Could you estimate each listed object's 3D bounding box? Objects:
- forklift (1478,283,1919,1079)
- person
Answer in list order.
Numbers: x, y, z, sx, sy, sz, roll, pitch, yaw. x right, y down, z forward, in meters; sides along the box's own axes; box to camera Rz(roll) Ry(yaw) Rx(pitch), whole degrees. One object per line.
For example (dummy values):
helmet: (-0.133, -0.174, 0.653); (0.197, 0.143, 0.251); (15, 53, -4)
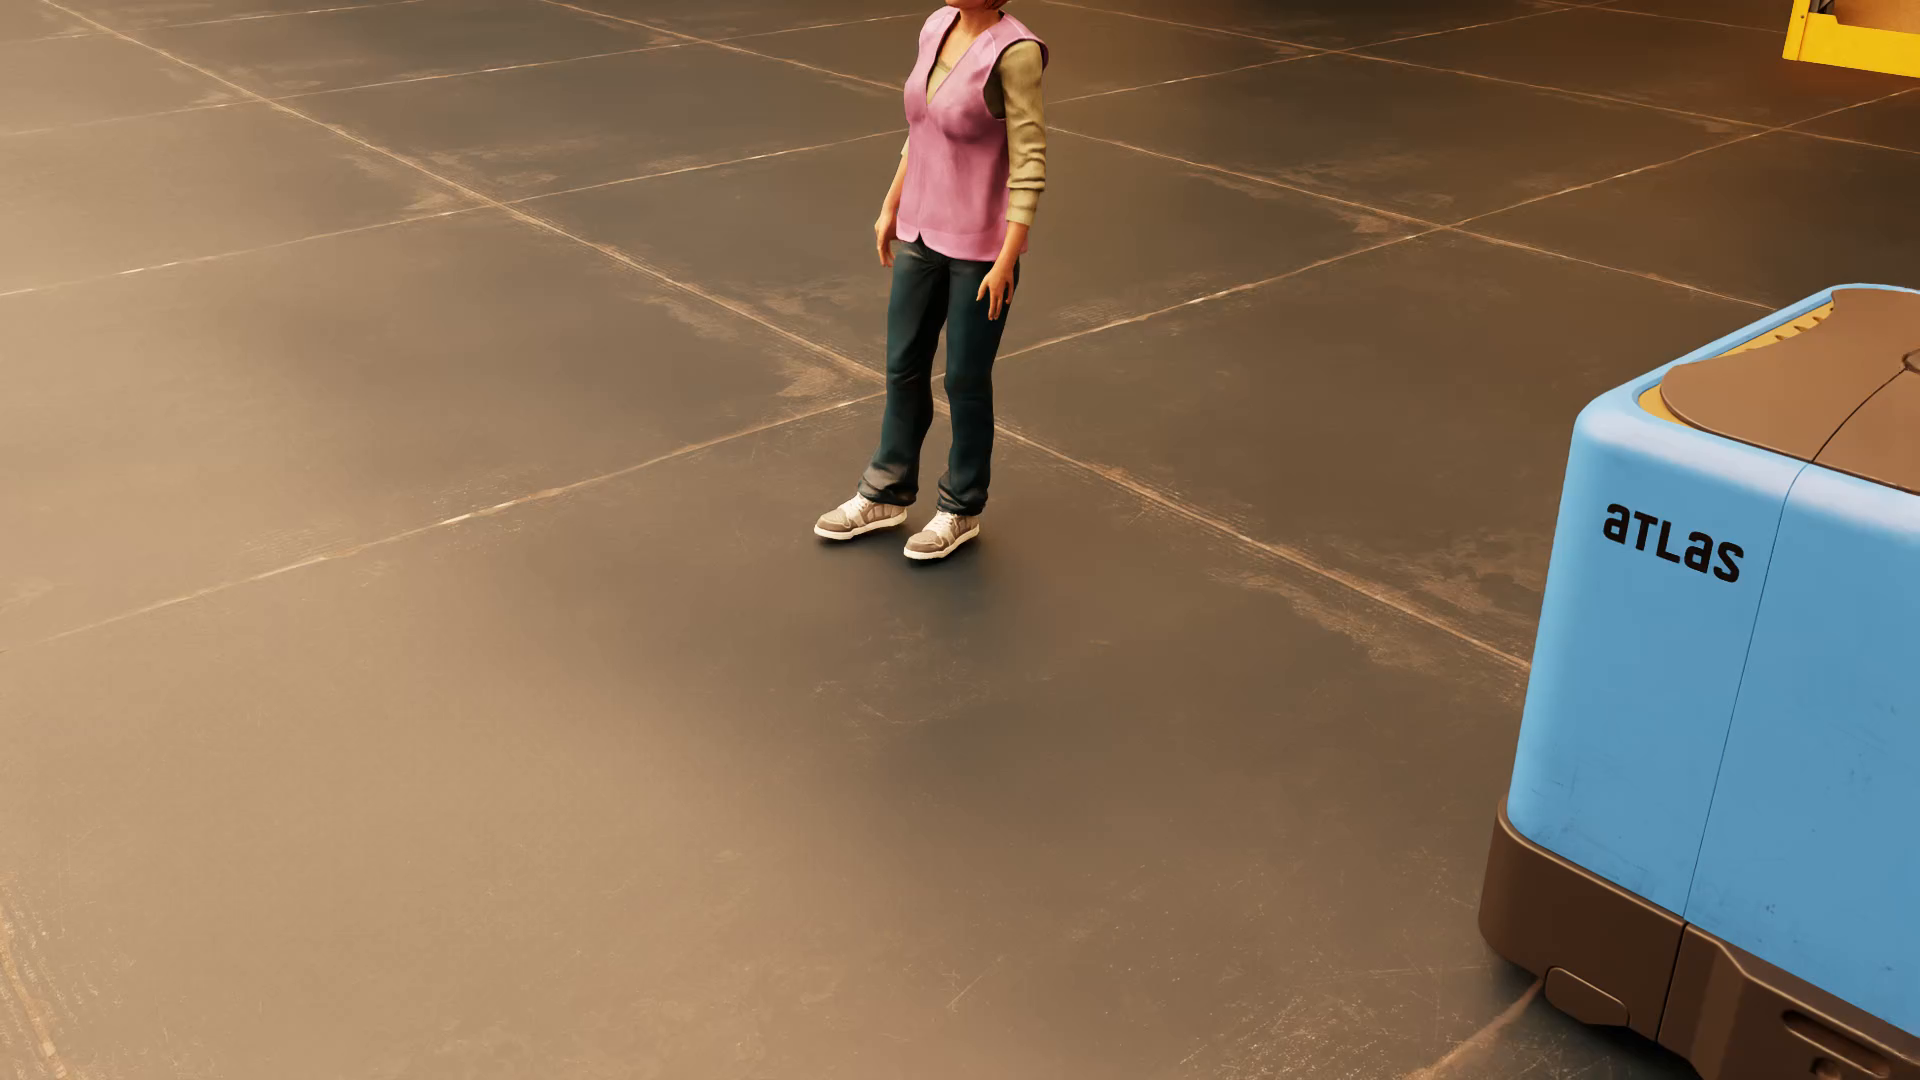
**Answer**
forklift: (2.275, -0.211, 1.628); (1.130, 2.935, 3.031); (-22, 34, -37)
person: (-0.065, -0.697, 4.115); (0.476, 1.578, 0.520); (-20, 33, -35)
